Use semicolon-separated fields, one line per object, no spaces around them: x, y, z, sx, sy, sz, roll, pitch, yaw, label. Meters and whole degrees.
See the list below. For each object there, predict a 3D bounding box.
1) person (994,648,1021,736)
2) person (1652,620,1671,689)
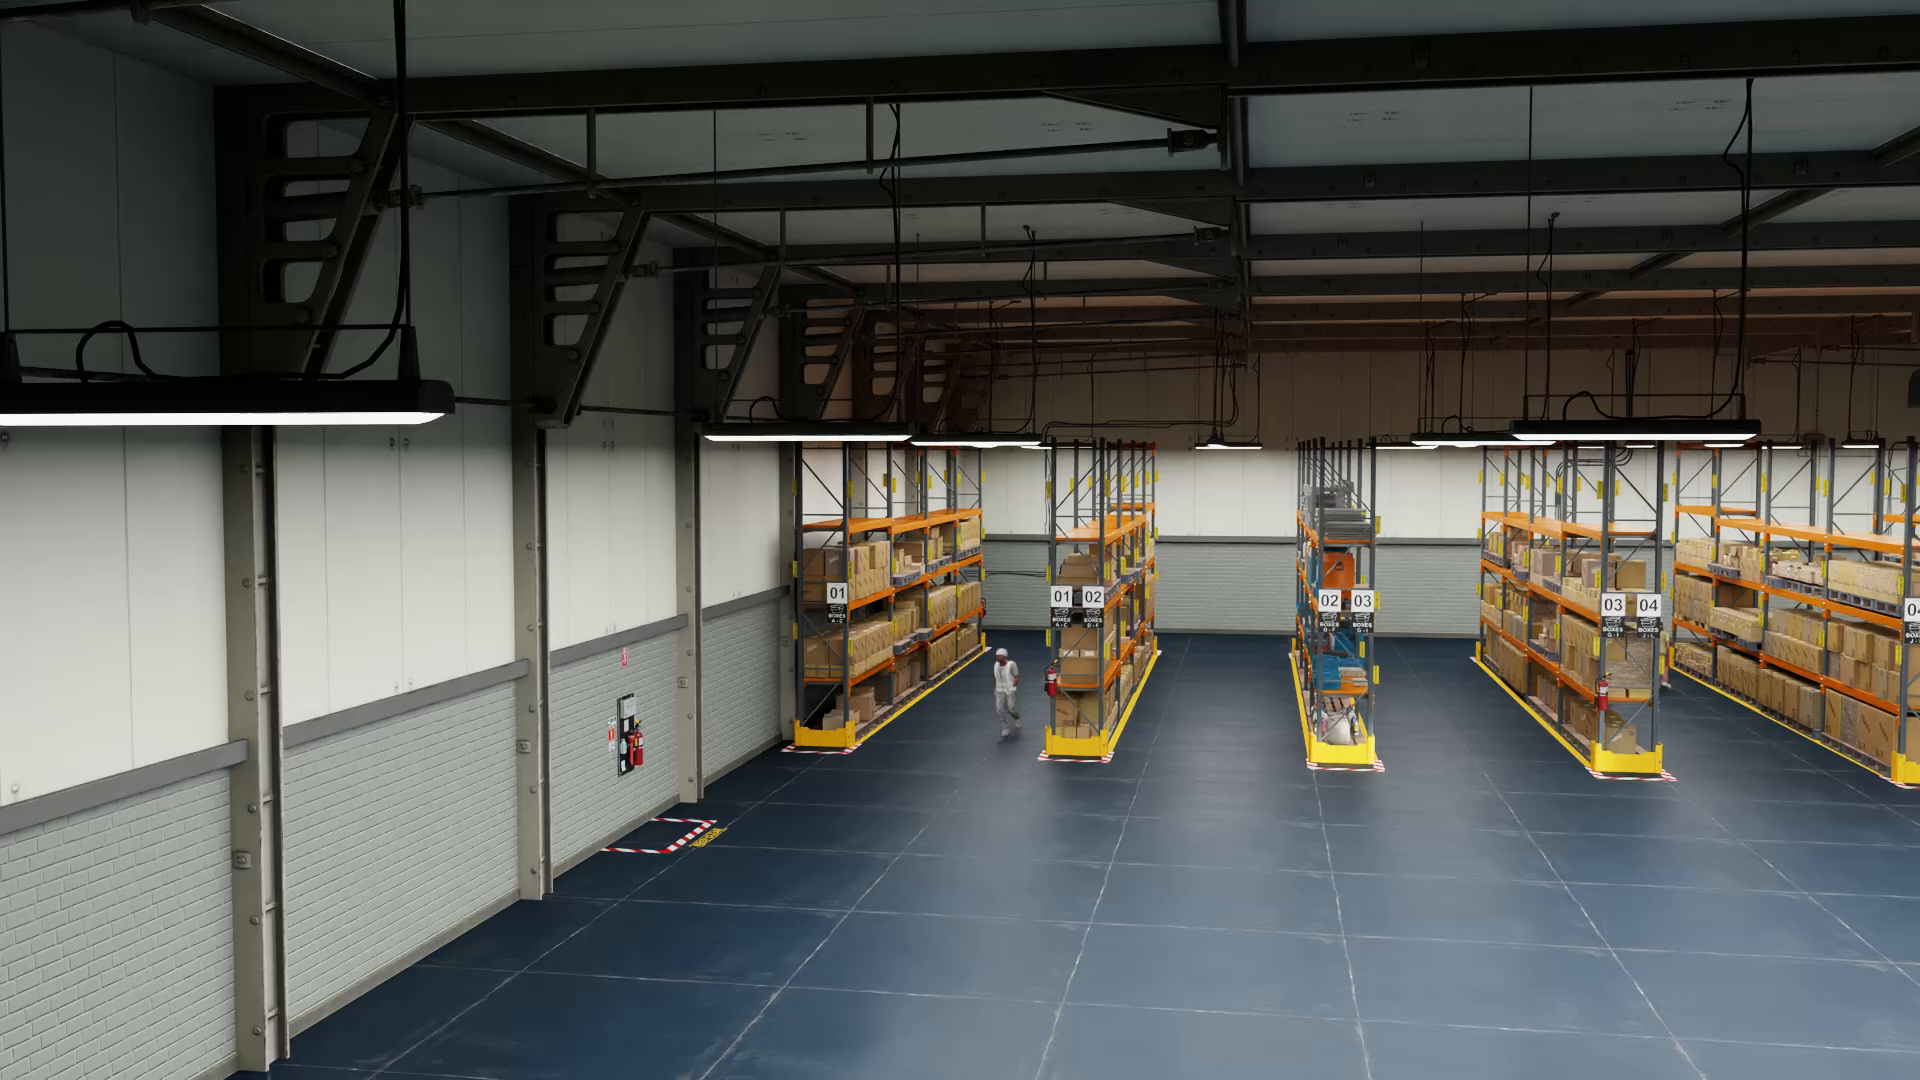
0.953;3.065;33.734;0.605;1.751;0.691;2;3;28;person
16.918;2.769;40.179;0.494;1.669;0.534;1;3;11;person
